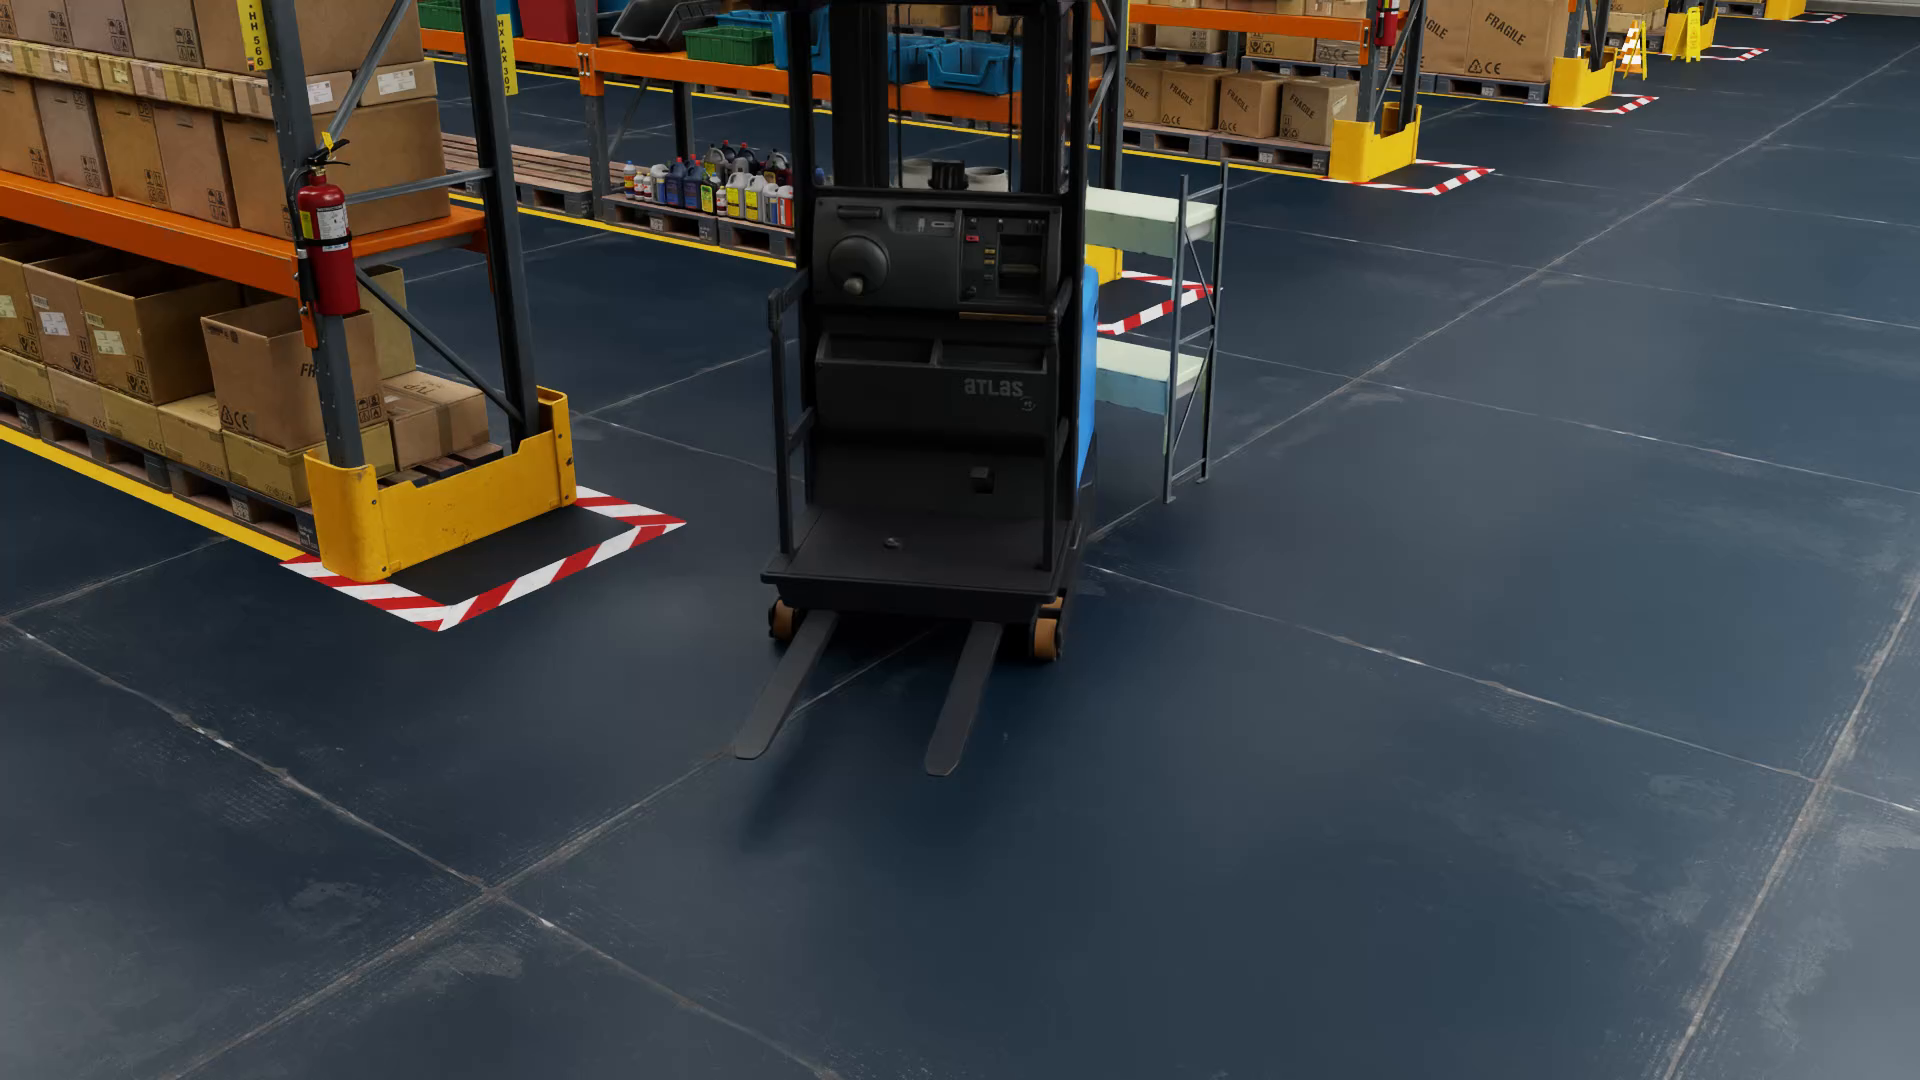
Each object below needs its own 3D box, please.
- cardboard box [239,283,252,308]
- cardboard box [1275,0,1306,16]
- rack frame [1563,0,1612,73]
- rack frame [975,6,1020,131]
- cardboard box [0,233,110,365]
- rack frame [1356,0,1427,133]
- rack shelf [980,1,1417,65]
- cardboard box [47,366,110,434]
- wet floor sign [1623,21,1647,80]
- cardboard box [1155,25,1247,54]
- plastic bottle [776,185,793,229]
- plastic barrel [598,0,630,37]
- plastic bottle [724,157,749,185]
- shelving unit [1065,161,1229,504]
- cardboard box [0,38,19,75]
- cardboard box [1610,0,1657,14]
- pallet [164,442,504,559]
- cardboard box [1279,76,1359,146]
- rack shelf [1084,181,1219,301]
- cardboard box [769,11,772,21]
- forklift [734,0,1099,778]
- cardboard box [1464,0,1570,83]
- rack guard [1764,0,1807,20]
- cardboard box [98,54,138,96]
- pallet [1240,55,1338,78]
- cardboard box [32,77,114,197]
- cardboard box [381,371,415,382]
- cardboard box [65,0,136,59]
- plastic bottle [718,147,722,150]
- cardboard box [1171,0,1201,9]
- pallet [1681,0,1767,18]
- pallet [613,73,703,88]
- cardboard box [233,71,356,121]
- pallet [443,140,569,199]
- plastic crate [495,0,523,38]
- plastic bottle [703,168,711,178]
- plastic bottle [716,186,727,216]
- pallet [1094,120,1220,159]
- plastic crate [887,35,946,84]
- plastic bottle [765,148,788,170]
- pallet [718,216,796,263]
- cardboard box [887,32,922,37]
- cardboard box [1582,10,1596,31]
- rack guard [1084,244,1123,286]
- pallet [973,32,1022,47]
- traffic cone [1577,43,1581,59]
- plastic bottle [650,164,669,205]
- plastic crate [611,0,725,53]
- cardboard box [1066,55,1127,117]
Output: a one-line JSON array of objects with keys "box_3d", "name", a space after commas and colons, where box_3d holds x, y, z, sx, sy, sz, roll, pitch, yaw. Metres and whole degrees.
[{"box_3d": [-3.352, -1.136, 8.068, 0.500, 0.500, 0.500, 17, 29, 33], "name": "cardboard box"}, {"box_3d": [2.914, -4.608, 14.299, 0.250, 0.149, 0.380, 17, 29, 33], "name": "cardboard box"}, {"box_3d": [6.753, -6.192, 17.583, 0.127, 3.000, 1.000, 17, 29, 33], "name": "rack frame"}, {"box_3d": [0.496, -5.583, 16.202, 0.127, 3.000, 1.000, 17, 29, 33], "name": "rack frame"}, {"box_3d": [-4.465, -1.210, 8.236, 0.500, 0.500, 0.500, 17, 29, 33], "name": "cardboard box"}, {"box_3d": [3.697, -4.616, 14.006, 0.127, 3.000, 1.000, 17, 29, 33], "name": "rack frame"}, {"box_3d": [2.097, -4.770, 15.249, 4.000, 0.370, 1.077, 17, 29, 33], "name": "rack shelf"}, {"box_3d": [-4.061, -0.748, 8.117, 0.500, 0.250, 0.500, 17, 29, 33], "name": "cardboard box"}, {"box_3d": [7.963, -5.746, 19.492, 0.232, 0.644, 0.267, 12, 26, 24], "name": "wet floor sign"}, {"box_3d": [3.001, -6.443, 20.422, 0.750, 0.750, 1.050, 17, 29, 33], "name": "cardboard box"}, {"box_3d": [-1.191, -2.345, 11.685, 0.135, 0.276, 0.152, 17, 29, 34], "name": "plastic bottle"}, {"box_3d": [-2.602, -4.406, 12.908, 0.708, 0.901, 0.600, 17, 29, 33], "name": "plastic barrel"}, {"box_3d": [-1.701, -2.777, 12.665, 0.135, 0.276, 0.152, 17, 29, 33], "name": "plastic bottle"}, {"box_3d": [0.759, -1.004, 7.669, 0.755, 1.500, 0.431, 16, 29, 33], "name": "shelving unit"}, {"box_3d": [-4.316, -2.293, 7.805, 0.250, 0.149, 0.380, 16, 28, 32], "name": "cardboard box"}, {"box_3d": [8.843, -7.200, 21.830, 0.500, 0.500, 0.500, 17, 29, 34], "name": "cardboard box"}, {"box_3d": [-2.884, -0.316, 7.706, 1.213, 0.211, 1.003, 17, 29, 33], "name": "pallet"}, {"box_3d": [3.207, -3.821, 14.781, 0.500, 0.500, 0.500, -20, 31, -38], "name": "cardboard box"}, {"box_3d": [0.759, -1.361, 7.512, 0.720, 0.370, 0.431, 16, 29, 33], "name": "rack shelf"}, {"box_3d": [-1.720, -5.674, 18.032, 0.500, 0.250, 0.500, 21, 31, 39], "name": "cardboard box"}, {"box_3d": [-0.121, -1.042, 5.980, 1.130, 2.935, 3.031, 4, 24, 9], "name": "forklift"}, {"box_3d": [6.170, -5.554, 18.250, 0.875, 0.875, 0.875, 17, 29, 34], "name": "cardboard box"}, {"box_3d": [12.634, -8.266, 25.391, 0.348, 0.500, 1.175, 17, 29, 33], "name": "rack guard"}, {"box_3d": [-3.493, -2.044, 7.240, 0.250, 0.149, 0.380, 18, 29, 35], "name": "cardboard box"}, {"box_3d": [4.113, -5.674, 19.866, 1.213, 0.211, 1.003, 17, 29, 33], "name": "pallet"}, {"box_3d": [-3.854, -1.957, 7.847, 0.500, 0.500, 0.700, 18, 29, 35], "name": "cardboard box"}, {"box_3d": [-2.945, -0.676, 7.953, 0.500, 0.250, 0.500, 17, 29, 33], "name": "cardboard box"}, {"box_3d": [-3.484, -2.437, 7.328, 0.500, 0.500, 0.700, 17, 29, 33], "name": "cardboard box"}, {"box_3d": [-1.892, -2.934, 13.011, 0.133, 0.283, 0.061, 19, 30, 36], "name": "plastic bottle"}, {"box_3d": [2.082, -4.832, 14.809, 0.250, 0.149, 0.380, 17, 29, 33], "name": "cardboard box"}, {"box_3d": [11.977, -8.311, 25.851, 1.213, 0.211, 1.003, 17, 29, 33], "name": "pallet"}, {"box_3d": [-3.290, -5.489, 19.447, 1.213, 0.211, 1.003, 17, 29, 33], "name": "pallet"}, {"box_3d": [-2.667, -1.794, 6.674, 0.250, 0.149, 0.380, 16, 29, 32], "name": "cardboard box"}, {"box_3d": [-4.106, -3.181, 14.209, 1.213, 0.211, 1.003, 17, 29, 33], "name": "pallet"}, {"box_3d": [-3.544, -4.144, 12.956, 0.575, 0.384, 0.392, 17, 29, 33], "name": "plastic crate"}, {"box_3d": [-1.889, -2.613, 12.298, 0.097, 0.271, 0.097, 0, 24, 0], "name": "plastic bottle"}, {"box_3d": [-1.714, -2.455, 12.027, 0.097, 0.201, 0.097, 0, 24, 0], "name": "plastic bottle"}, {"box_3d": [2.035, -3.861, 15.752, 1.213, 0.211, 1.003, 17, 29, 33], "name": "pallet"}, {"box_3d": [-0.370, -3.133, 10.826, 0.408, 0.251, 0.499, 17, 29, 33], "name": "plastic crate"}, {"box_3d": [-1.374, -2.787, 12.595, 0.185, 0.351, 0.144, 17, 29, 33], "name": "plastic bottle"}, {"box_3d": [-0.982, -2.239, 12.069, 1.213, 0.211, 1.003, 17, 29, 33], "name": "pallet"}, {"box_3d": [-0.801, -5.053, 17.552, 0.500, 0.500, 0.700, 14, 27, 29], "name": "cardboard box"}, {"box_3d": [8.422, -6.984, 22.270, 0.500, 0.250, 0.500, 17, 29, 33], "name": "cardboard box"}, {"box_3d": [0.637, -1.877, 10.891, 0.348, 0.500, 1.175, 17, 29, 33], "name": "rack guard"}, {"box_3d": [0.937, -6.635, 22.048, 1.213, 0.211, 1.003, 17, 29, 33], "name": "pallet"}, {"box_3d": [7.179, -5.618, 19.426, 0.334, 0.463, 0.336, 17, 29, 33], "name": "traffic cone"}, {"box_3d": [-2.207, -2.652, 12.382, 0.135, 0.276, 0.152, 18, 30, 35], "name": "plastic bottle"}, {"box_3d": [-2.132, -3.789, 12.207, 0.504, 0.338, 0.767, 17, 29, 33], "name": "plastic crate"}, {"box_3d": [1.255, -4.386, 16.063, 0.500, 0.500, 0.500, -16, 28, -31], "name": "cardboard box"}]
